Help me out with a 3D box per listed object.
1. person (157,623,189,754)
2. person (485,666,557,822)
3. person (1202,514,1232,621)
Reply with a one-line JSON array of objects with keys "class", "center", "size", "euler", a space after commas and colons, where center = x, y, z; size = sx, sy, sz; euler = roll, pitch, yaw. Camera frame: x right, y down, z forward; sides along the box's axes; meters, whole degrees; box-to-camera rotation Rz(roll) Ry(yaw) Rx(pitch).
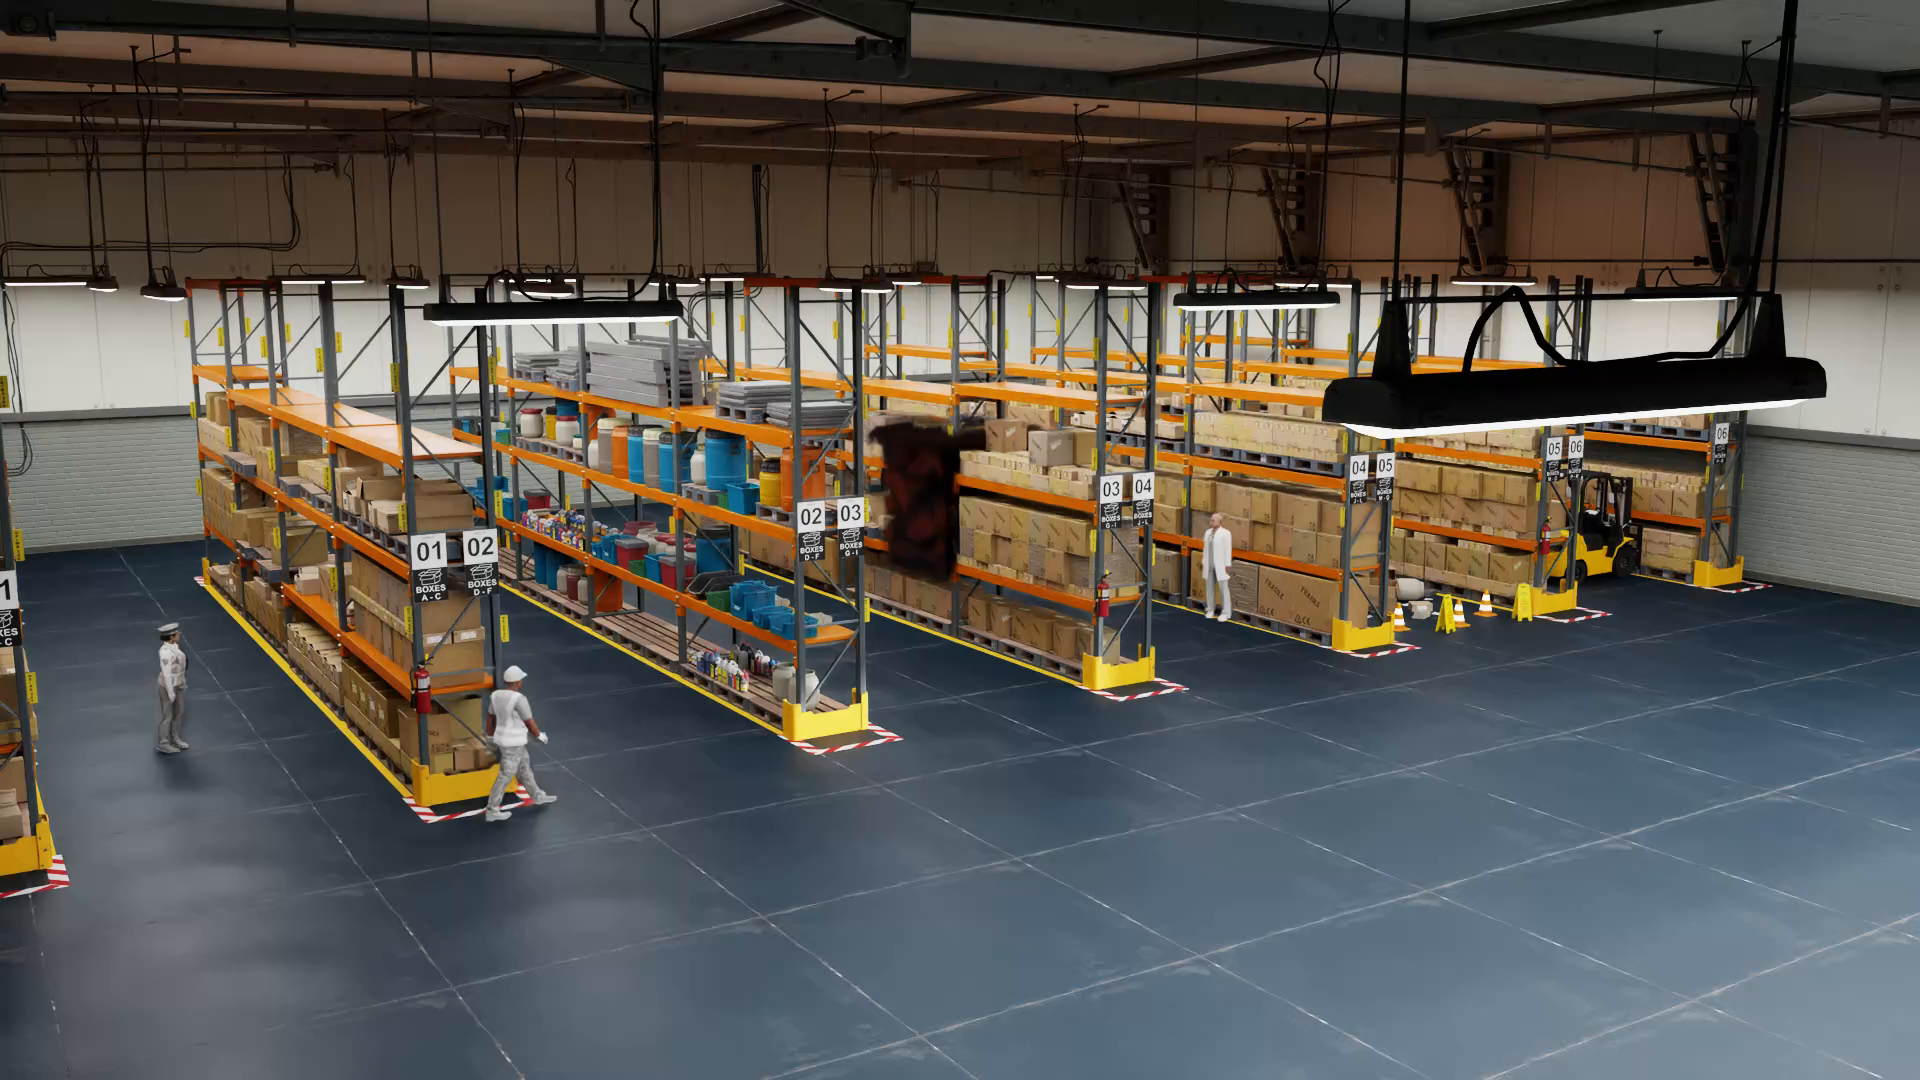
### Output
[{"class": "person", "center": [-10.227, 1.911, 21.588], "size": [0.372, 1.689, 0.509], "euler": [0, 10, 2]}, {"class": "person", "center": [-5.013, 2.282, 18.987], "size": [0.971, 1.735, 0.547], "euler": [-8, 12, -39]}, {"class": "person", "center": [4.318, 0.449, 28.183], "size": [0.602, 1.790, 0.418], "euler": [8, 13, 41]}]
